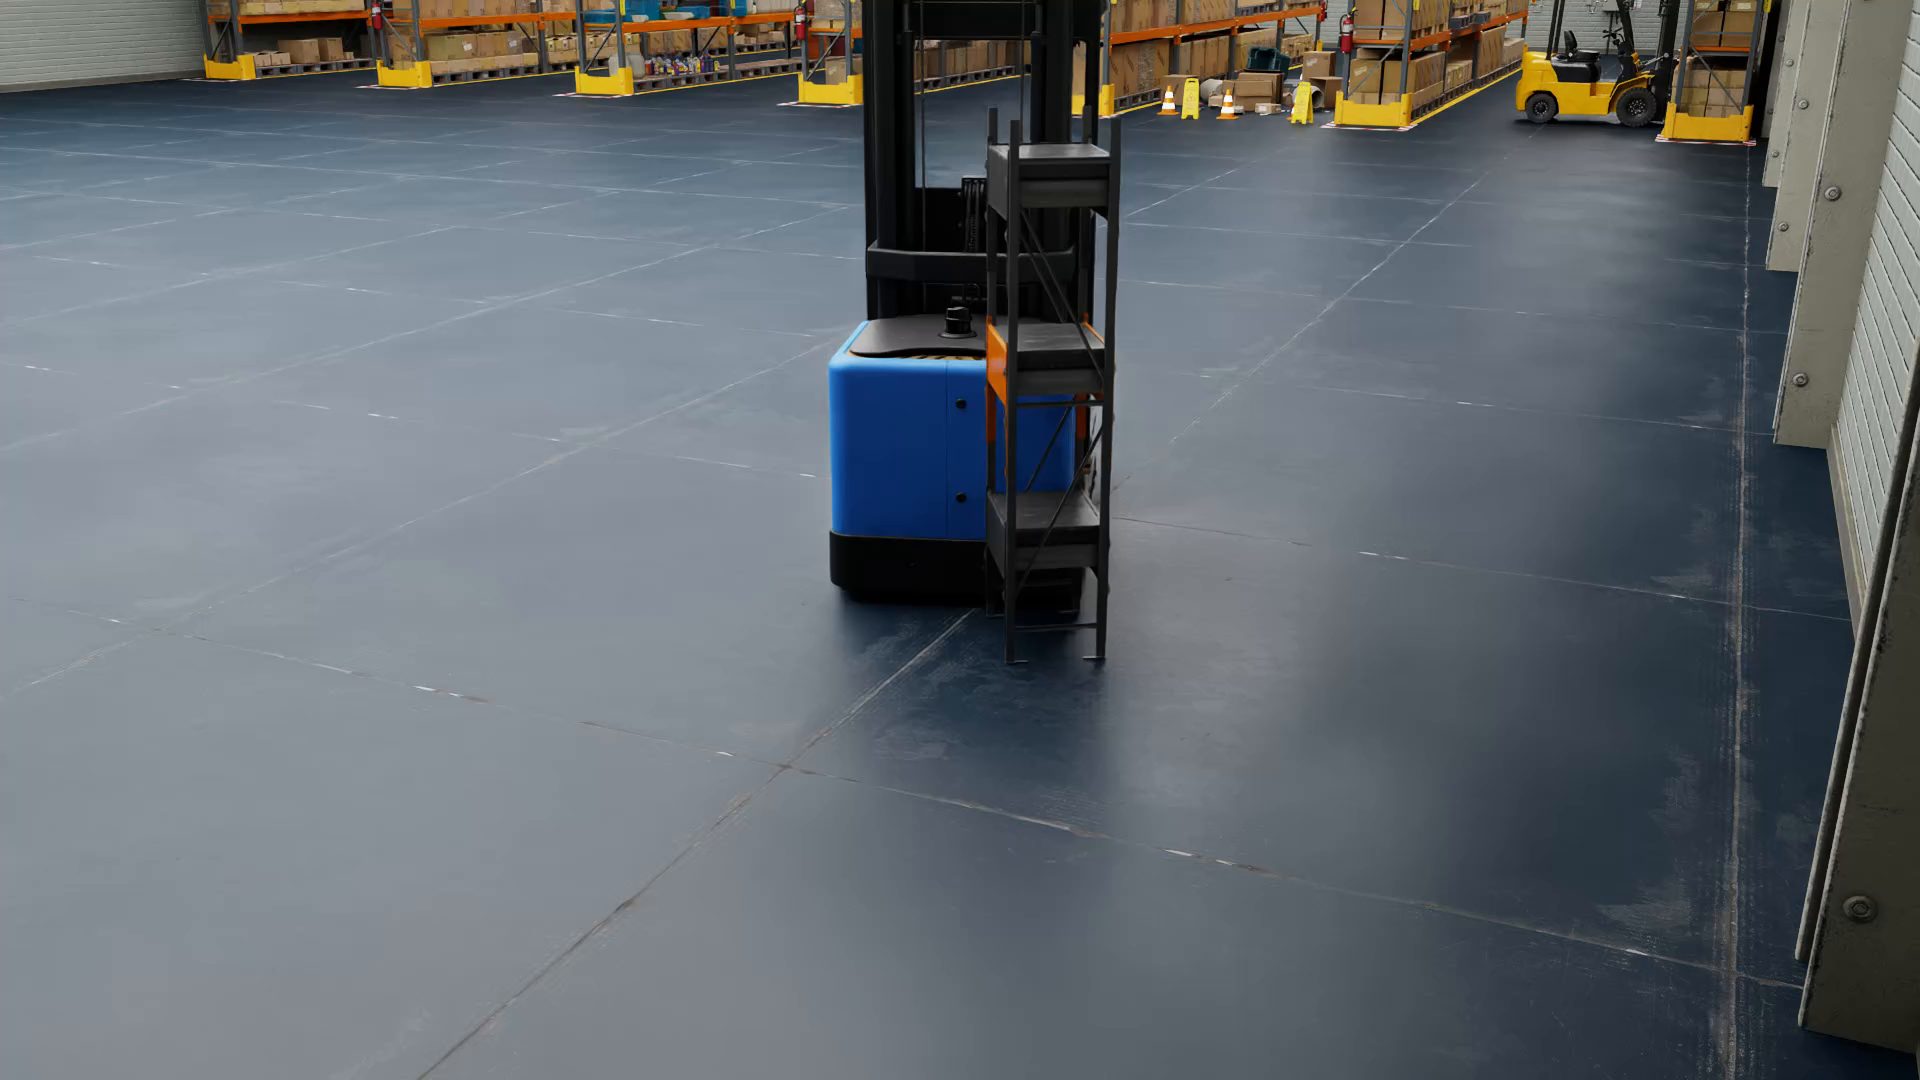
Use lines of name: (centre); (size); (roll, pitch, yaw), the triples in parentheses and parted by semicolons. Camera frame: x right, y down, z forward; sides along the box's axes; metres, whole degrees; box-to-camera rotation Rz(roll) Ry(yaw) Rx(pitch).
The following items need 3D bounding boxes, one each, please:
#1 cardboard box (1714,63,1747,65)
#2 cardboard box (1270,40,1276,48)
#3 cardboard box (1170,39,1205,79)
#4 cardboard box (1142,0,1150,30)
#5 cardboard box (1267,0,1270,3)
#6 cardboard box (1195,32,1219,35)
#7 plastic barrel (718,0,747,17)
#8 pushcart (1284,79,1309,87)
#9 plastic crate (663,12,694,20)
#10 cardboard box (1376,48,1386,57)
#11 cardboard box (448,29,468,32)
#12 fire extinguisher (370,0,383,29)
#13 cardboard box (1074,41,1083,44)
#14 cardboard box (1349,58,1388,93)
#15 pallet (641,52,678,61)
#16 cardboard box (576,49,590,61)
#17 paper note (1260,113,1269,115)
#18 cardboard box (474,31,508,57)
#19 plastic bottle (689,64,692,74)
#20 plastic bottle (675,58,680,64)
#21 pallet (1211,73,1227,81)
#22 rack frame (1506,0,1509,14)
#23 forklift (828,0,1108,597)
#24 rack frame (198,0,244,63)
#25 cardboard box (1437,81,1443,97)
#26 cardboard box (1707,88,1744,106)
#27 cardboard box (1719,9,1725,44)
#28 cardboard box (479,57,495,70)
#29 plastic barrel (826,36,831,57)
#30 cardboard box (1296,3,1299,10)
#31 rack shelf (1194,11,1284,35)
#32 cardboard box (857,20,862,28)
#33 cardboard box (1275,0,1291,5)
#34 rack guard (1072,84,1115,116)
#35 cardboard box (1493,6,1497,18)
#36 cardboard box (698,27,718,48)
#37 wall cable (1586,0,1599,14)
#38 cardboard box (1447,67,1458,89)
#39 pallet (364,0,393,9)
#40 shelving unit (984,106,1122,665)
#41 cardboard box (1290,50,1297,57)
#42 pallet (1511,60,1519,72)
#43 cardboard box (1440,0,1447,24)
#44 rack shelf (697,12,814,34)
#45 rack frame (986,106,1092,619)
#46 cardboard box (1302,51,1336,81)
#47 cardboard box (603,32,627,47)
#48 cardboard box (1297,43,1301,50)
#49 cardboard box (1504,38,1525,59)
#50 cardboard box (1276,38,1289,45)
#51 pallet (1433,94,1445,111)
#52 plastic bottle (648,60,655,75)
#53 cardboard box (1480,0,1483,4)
cardboard box: (12.148, -7.374, 26.213); (0.500, 0.250, 0.500); (8, 21, 22)
cardboard box: (6.899, -11.176, 38.020); (0.500, 0.500, 0.500); (8, 21, 22)
cardboard box: (4.267, -9.605, 33.231); (1.050, 0.750, 0.750); (9, 21, 23)
cardboard box: (2.898, -9.431, 29.787); (0.875, 0.550, 0.500); (9, 21, 23)
cardboard box: (6.781, -12.192, 37.522); (0.380, 0.149, 0.250); (8, 21, 23)
cardboard box: (5.376, -10.812, 35.879); (0.500, 0.250, 0.500); (8, 21, 21)
plastic barrel: (-4.871, -11.675, 35.571); (0.600, 0.901, 0.708); (9, 21, 23)
pushcart: (6.154, -8.384, 30.982); (1.648, 0.377, 0.936); (1, 20, 4)
plastic crate: (-5.739, -10.706, 33.991); (0.530, 0.136, 0.437); (9, 21, 23)
cardboard box: (6.901, -8.139, 27.769); (0.380, 0.149, 0.250); (9, 21, 24)
cardboard box: (-12.953, -12.746, 42.407); (0.700, 0.500, 0.500); (9, 21, 23)
fire extinguisher: (-11.933, -10.811, 34.007); (0.296, 0.674, 0.183); (9, 21, 23)
cardboard box: (2.245, -12.126, 40.134); (1.225, 0.875, 0.875); (9, 21, 23)
cardboard box: (6.706, -7.636, 27.321); (0.500, 0.500, 0.500); (9, 21, 23)
pallet: (-7.845, -12.175, 41.887); (1.003, 0.211, 1.213); (9, 21, 23)
cardboard box: (-9.012, -11.349, 38.881); (0.500, 0.250, 0.500); (8, 21, 21)
paper note: (5.187, -7.263, 28.345); (0.148, 0.019, 0.142); (1, 20, 4)
cardboard box: (-10.230, -10.822, 36.280); (0.500, 0.500, 0.500); (9, 21, 23)
plastic bottle: (-5.611, -9.768, 34.478); (0.097, 0.201, 0.097); (0, 20, 0)
plastic bottle: (-5.964, -10.033, 35.119); (0.097, 0.271, 0.097); (0, 20, 0)
pallet: (4.943, -9.649, 34.786); (1.003, 0.211, 1.213); (9, 21, 23)
rack frame: (11.530, -11.768, 36.582); (1.000, 3.000, 0.127); (9, 21, 23)
forklift: (0.127, -1.592, 8.071); (1.130, 2.935, 3.031); (2, 20, 7)
rack frame: (-15.982, -11.498, 35.824); (1.000, 3.000, 0.127); (9, 21, 23)
cardboard box: (8.257, -8.007, 29.484); (0.500, 0.250, 0.500); (10, 22, 25)
cardboard box: (11.528, -6.673, 24.986); (0.500, 0.250, 0.500); (9, 21, 24)
cardboard box: (11.329, -7.811, 25.305); (0.500, 0.500, 0.500); (9, 22, 24)
cardboard box: (-10.423, -10.314, 35.970); (0.500, 0.250, 0.500); (9, 21, 23)
plastic barrel: (-3.333, -11.947, 40.172); (0.421, 0.512, 0.421); (0, 20, 0)
cardboard box: (7.882, -12.749, 39.715); (0.380, 0.149, 0.250); (10, 22, 25)
rack shelf: (6.154, -11.466, 36.807); (1.077, 0.370, 4.000); (9, 21, 23)
cardboard box: (-1.971, -9.469, 30.493); (0.380, 0.149, 0.250); (9, 21, 23)
cardboard box: (7.405, -12.720, 38.667); (0.500, 0.500, 0.500); (8, 21, 22)
rack guard: (2.049, -7.563, 28.489); (1.175, 0.500, 0.348); (9, 21, 23)
cardboard box: (10.935, -11.060, 34.815); (0.500, 0.250, 0.500); (9, 21, 23)
cardboard box: (-6.698, -13.178, 43.620); (0.500, 0.500, 0.500); (9, 21, 23)
wall cable: (16.754, -15.005, 44.169); (0.588, 1.984, 0.122); (9, 21, 23)
cardboard box: (8.758, -8.663, 31.147); (0.950, 0.372, 0.625); (10, 22, 26)
pallet: (-13.898, -12.844, 39.895); (1.003, 0.211, 1.213); (9, 21, 23)
shelving unit: (0.343, -0.587, 6.482); (0.431, 2.100, 0.503); (-3, 20, -7)
cardboard box: (7.909, -11.740, 40.133); (0.380, 0.149, 0.250); (8, 21, 21)
pallet: (12.411, -11.050, 38.725); (1.003, 0.211, 1.213); (9, 21, 23)
cardboard box: (8.094, -9.181, 28.716); (0.500, 0.500, 0.500); (9, 22, 25)
rack shelf: (-4.487, -11.634, 37.280); (1.077, 0.370, 4.000); (9, 21, 23)
rack frame: (0.309, -0.668, 6.709); (0.400, 2.100, 0.015); (-3, 20, -7)
cardboard box: (6.618, -8.737, 30.659); (0.500, 0.500, 0.500); (9, 21, 23)
cardboard box: (-8.382, -12.078, 40.095); (0.500, 0.311, 0.500); (8, 21, 22)
cardboard box: (8.034, -11.950, 40.279); (0.380, 0.149, 0.250); (9, 21, 23)
cardboard box: (12.989, -11.766, 39.774); (0.875, 0.438, 0.875); (8, 21, 21)
cardboard box: (7.614, -11.871, 39.612); (0.380, 0.149, 0.250); (8, 21, 21)
pallet: (8.011, -7.798, 29.582); (1.003, 0.211, 1.213); (9, 21, 23)
plastic bottle: (-6.366, -9.747, 34.297); (0.061, 0.283, 0.133); (9, 21, 23)
cardboard box: (9.960, -10.753, 32.509); (0.500, 0.500, 0.500); (8, 21, 21)
